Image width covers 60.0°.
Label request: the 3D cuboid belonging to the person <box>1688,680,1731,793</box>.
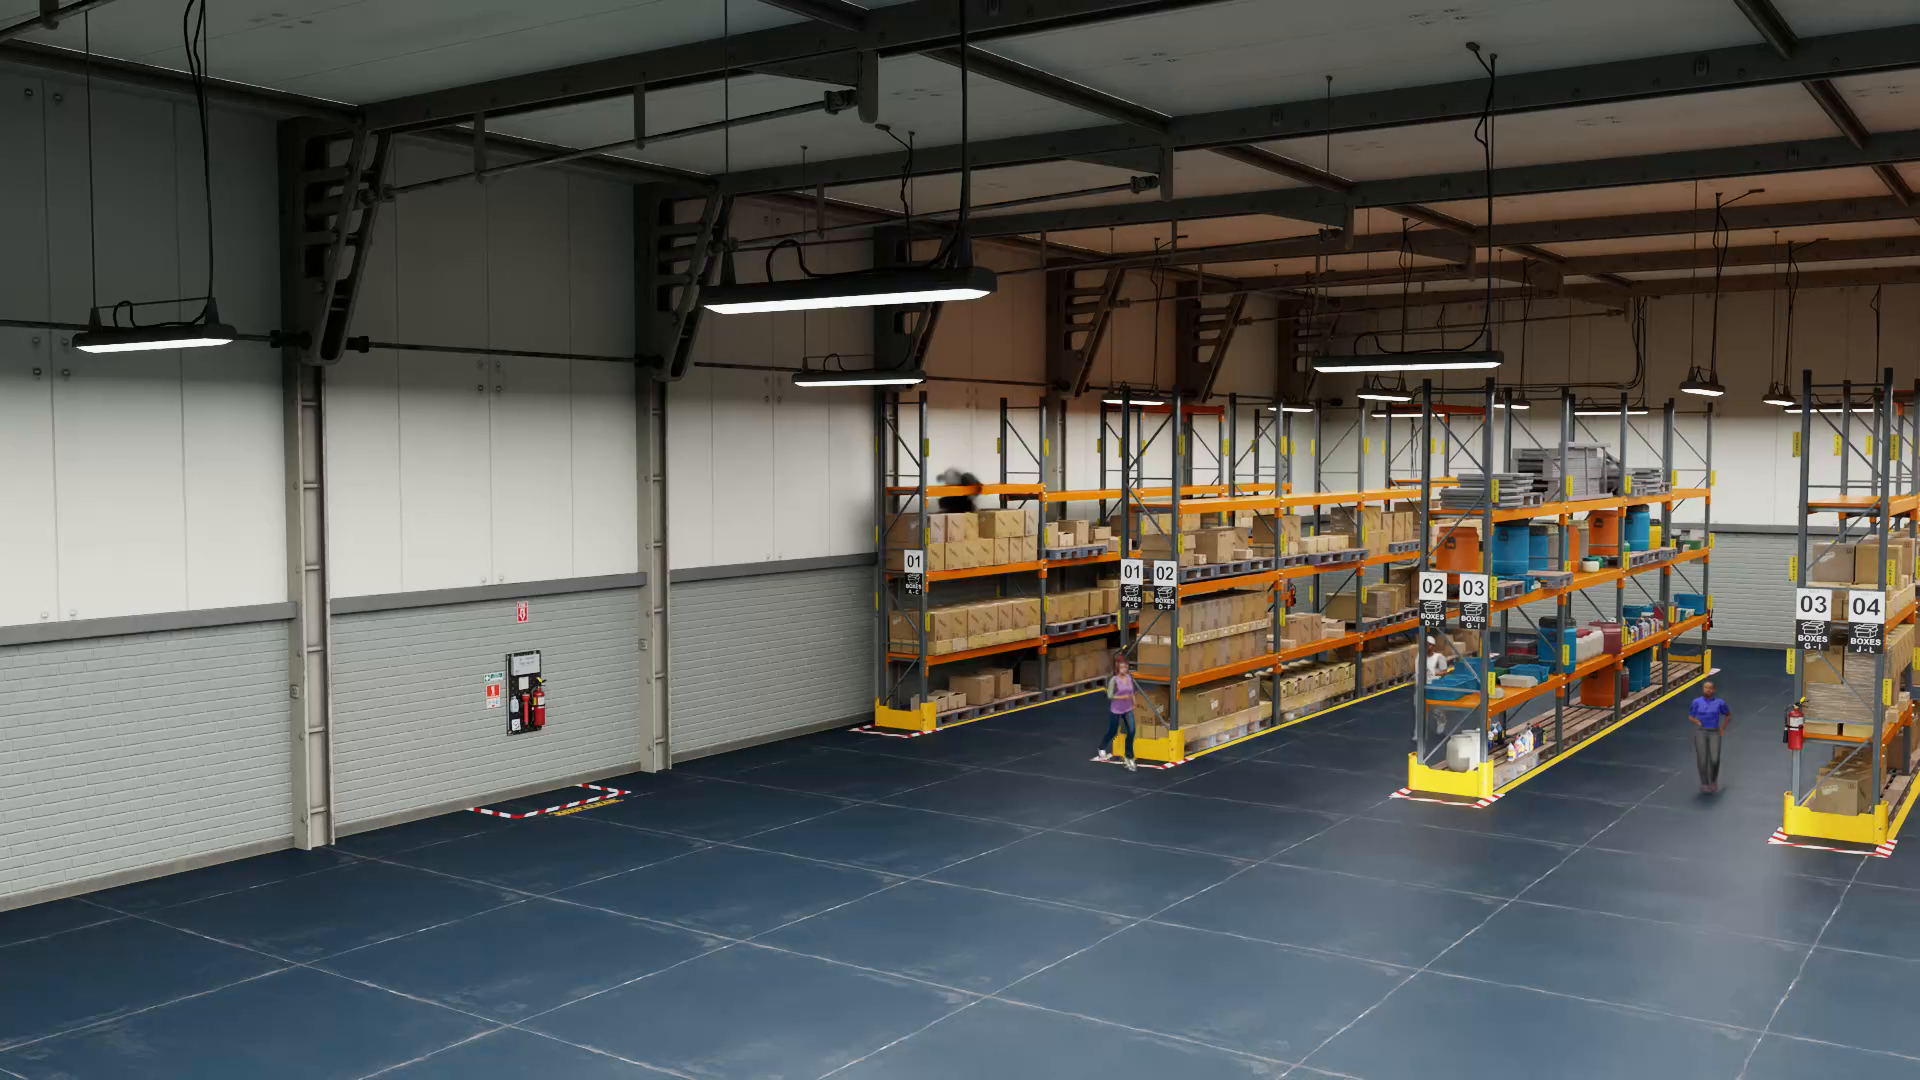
[{"bbox_3d":[10.805,2.858,24.002,0.561,1.621,0.592,2,4,27],"label":"person"}]

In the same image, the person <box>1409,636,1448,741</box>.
[{"bbox_3d":[7.988,2.522,28.380,0.693,1.763,0.989,2,4,38],"label":"person"}]

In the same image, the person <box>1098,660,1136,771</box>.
[{"bbox_3d":[2.416,2.629,25.169,0.549,1.616,0.848,-1,3,-23],"label":"person"}]
